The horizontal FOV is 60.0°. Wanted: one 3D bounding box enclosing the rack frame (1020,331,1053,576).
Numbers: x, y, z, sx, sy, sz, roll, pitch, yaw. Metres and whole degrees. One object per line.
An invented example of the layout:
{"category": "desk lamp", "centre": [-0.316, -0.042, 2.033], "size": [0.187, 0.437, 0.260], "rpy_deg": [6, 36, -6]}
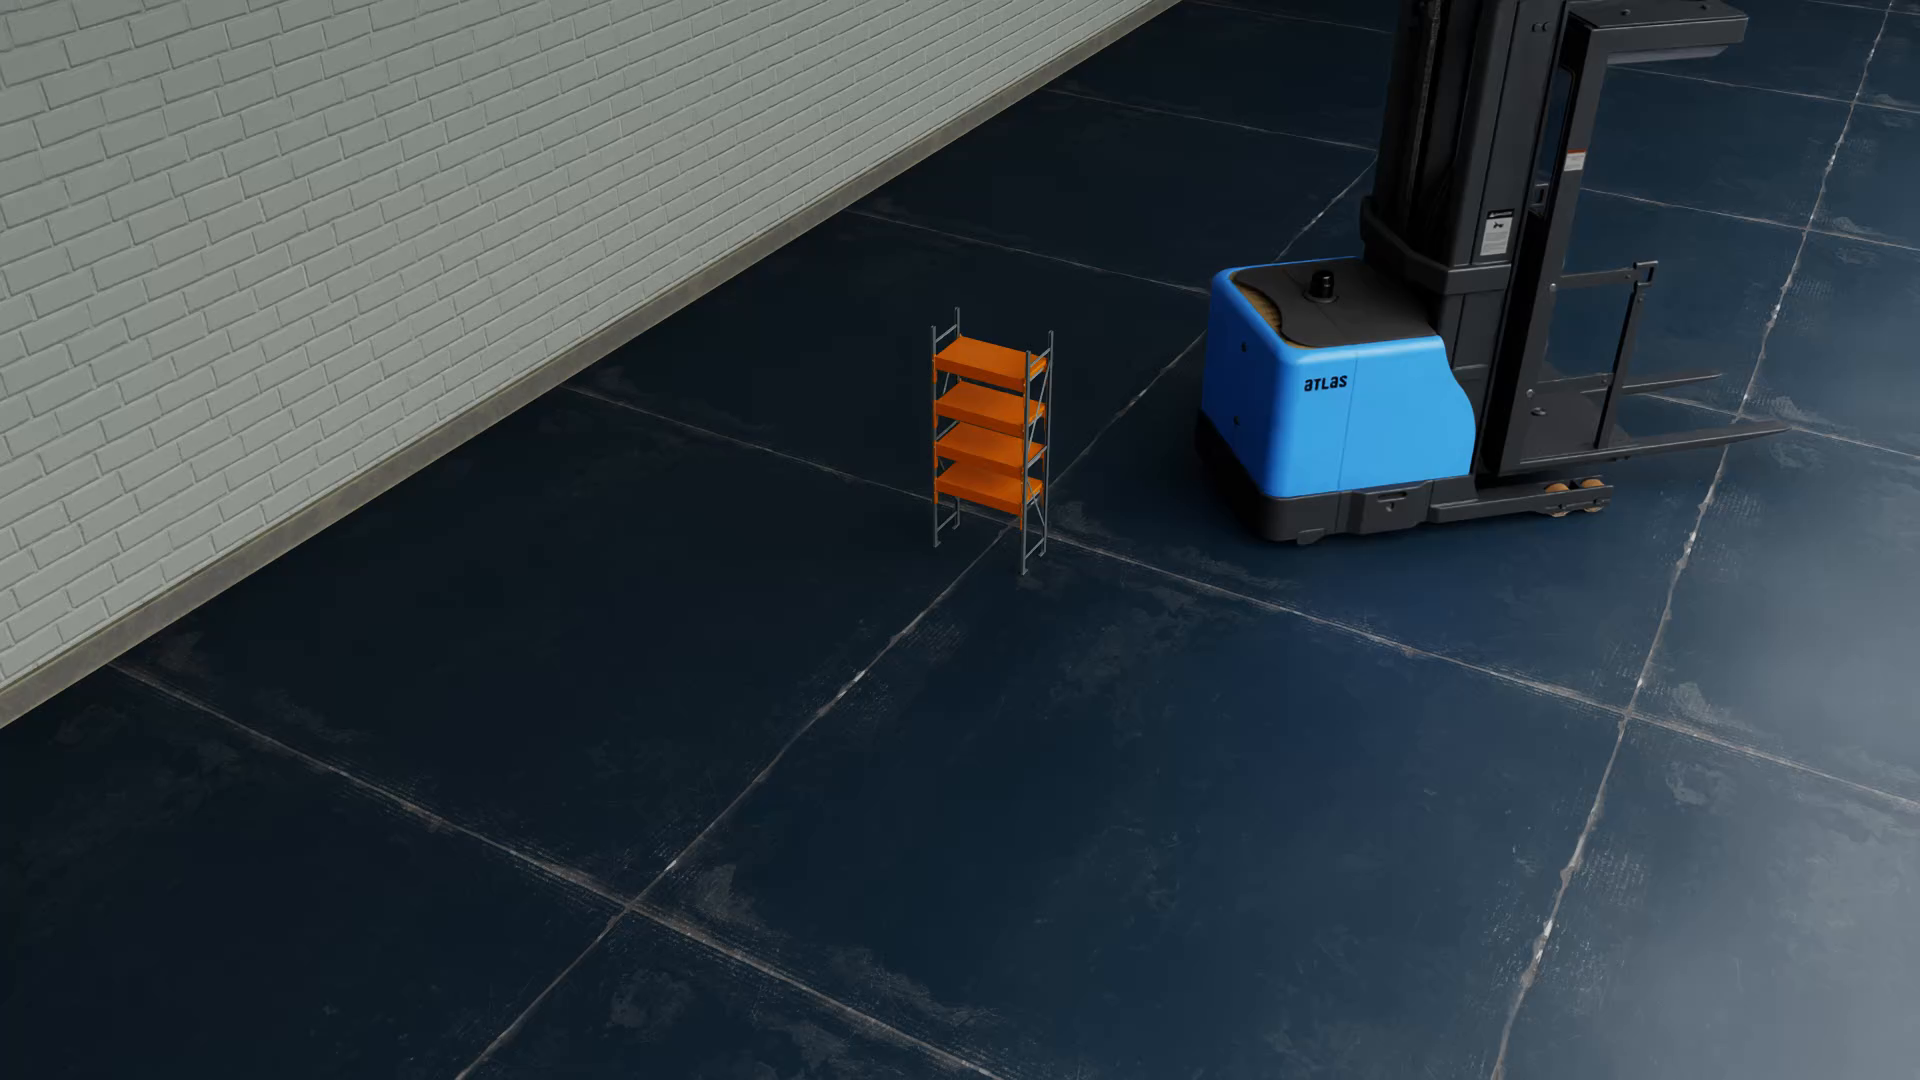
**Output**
{"category": "rack frame", "centre": [0.356, -0.387, 7.748], "size": [0.015, 1.200, 0.240], "rpy_deg": [18, 37, 24]}

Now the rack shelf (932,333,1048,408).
{"category": "rack shelf", "centre": [0.144, -0.781, 7.631], "size": [0.480, 0.148, 0.258], "rpy_deg": [18, 37, 24]}

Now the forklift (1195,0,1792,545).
{"category": "forklift", "centre": [2.825, -1.615, 8.031], "size": [3.031, 2.935, 1.130], "rpy_deg": [-7, 34, -11]}

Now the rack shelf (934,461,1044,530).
{"category": "rack shelf", "centre": [0.144, -0.233, 7.996], "size": [0.480, 0.148, 0.258], "rpy_deg": [18, 37, 24]}

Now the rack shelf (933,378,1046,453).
{"category": "rack shelf", "centre": [0.144, -0.584, 7.762], "size": [0.480, 0.148, 0.258], "rpy_deg": [18, 37, 24]}

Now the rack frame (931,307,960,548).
{"category": "rack frame", "centre": [-0.068, -0.521, 7.950], "size": [0.015, 1.200, 0.240], "rpy_deg": [18, 37, 24]}

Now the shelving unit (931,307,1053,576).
{"category": "shelving unit", "centre": [0.144, -0.454, 7.849], "size": [0.503, 1.200, 0.258], "rpy_deg": [18, 37, 24]}

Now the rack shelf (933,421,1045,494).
{"category": "rack shelf", "centre": [0.144, -0.398, 7.886], "size": [0.480, 0.148, 0.258], "rpy_deg": [18, 37, 24]}
